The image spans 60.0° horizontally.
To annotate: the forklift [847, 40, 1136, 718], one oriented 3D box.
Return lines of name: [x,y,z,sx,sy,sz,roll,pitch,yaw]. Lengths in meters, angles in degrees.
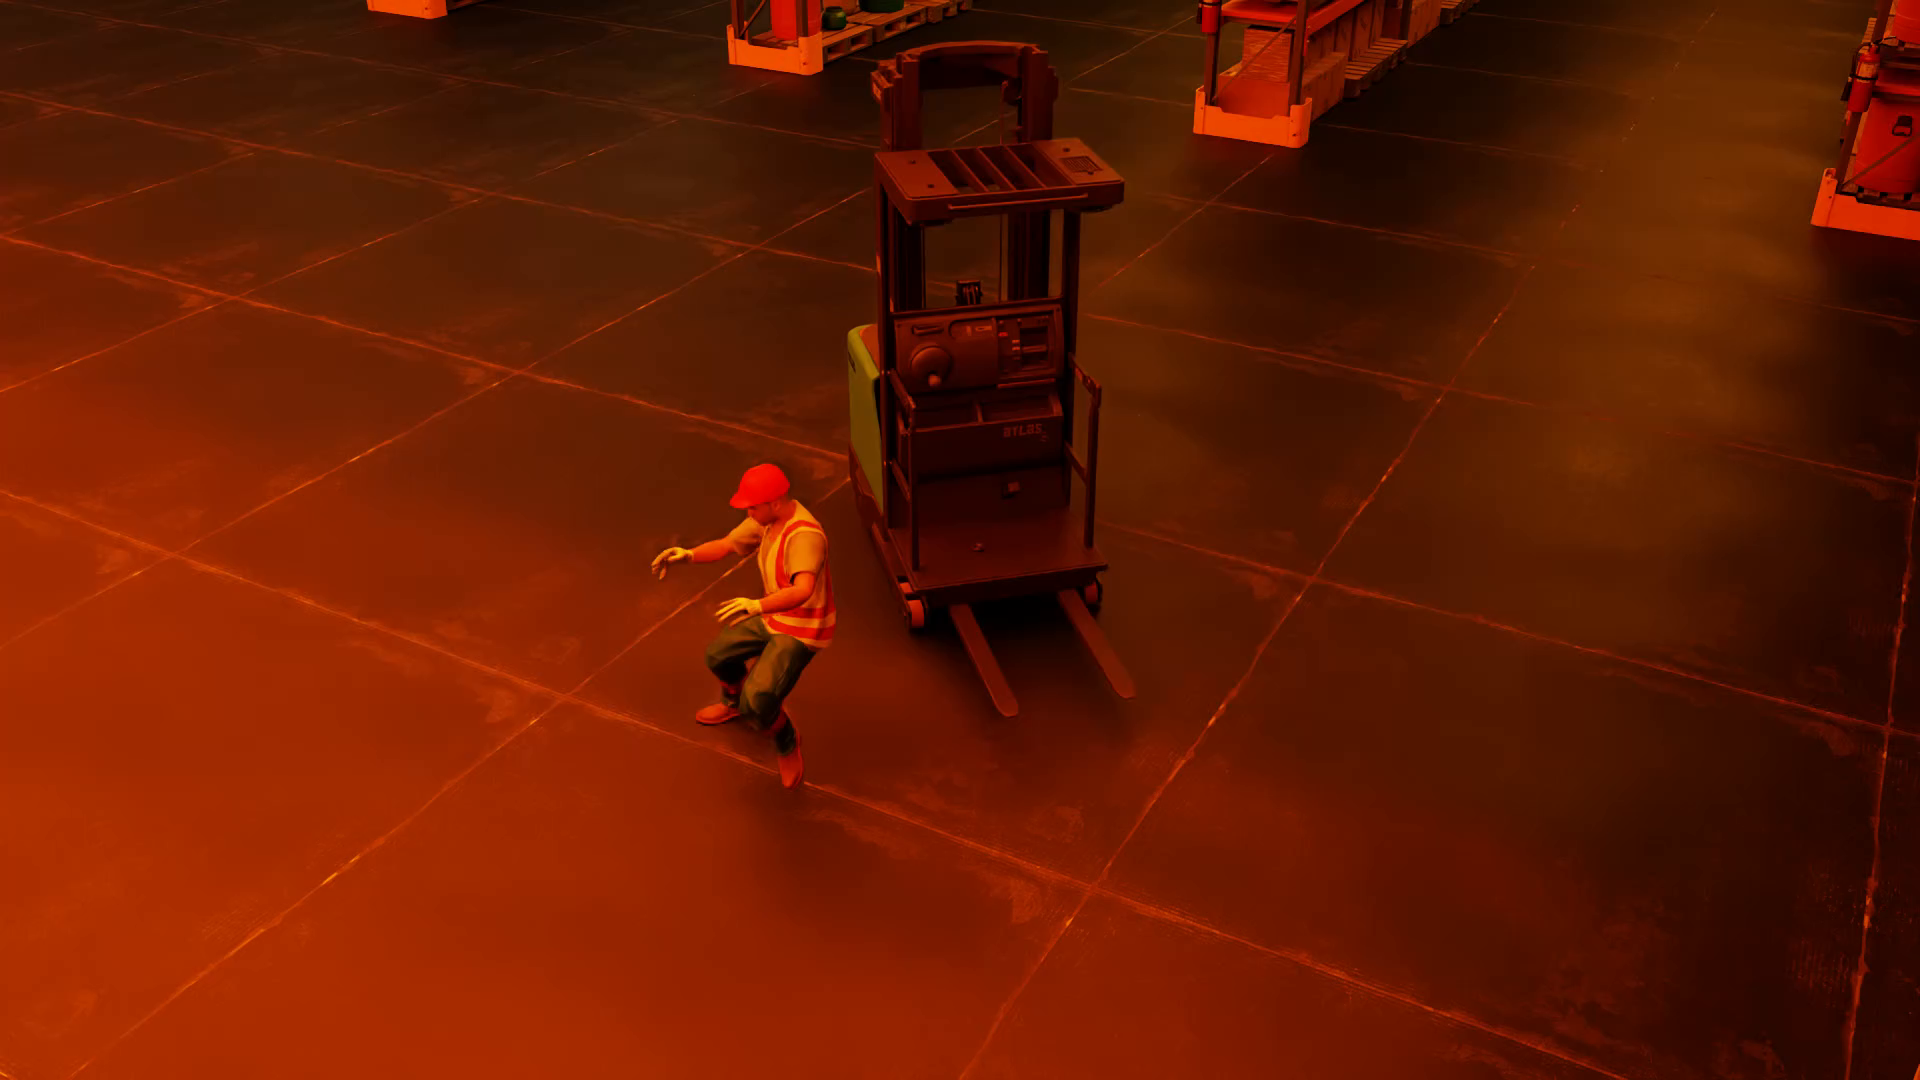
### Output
forklift: [0.165,-0.991,8.787,1.130,2.935,3.031,-7,31,-13]

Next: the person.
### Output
person: [-0.981,0.400,7.748,0.782,1.560,0.978,-13,32,-21]
